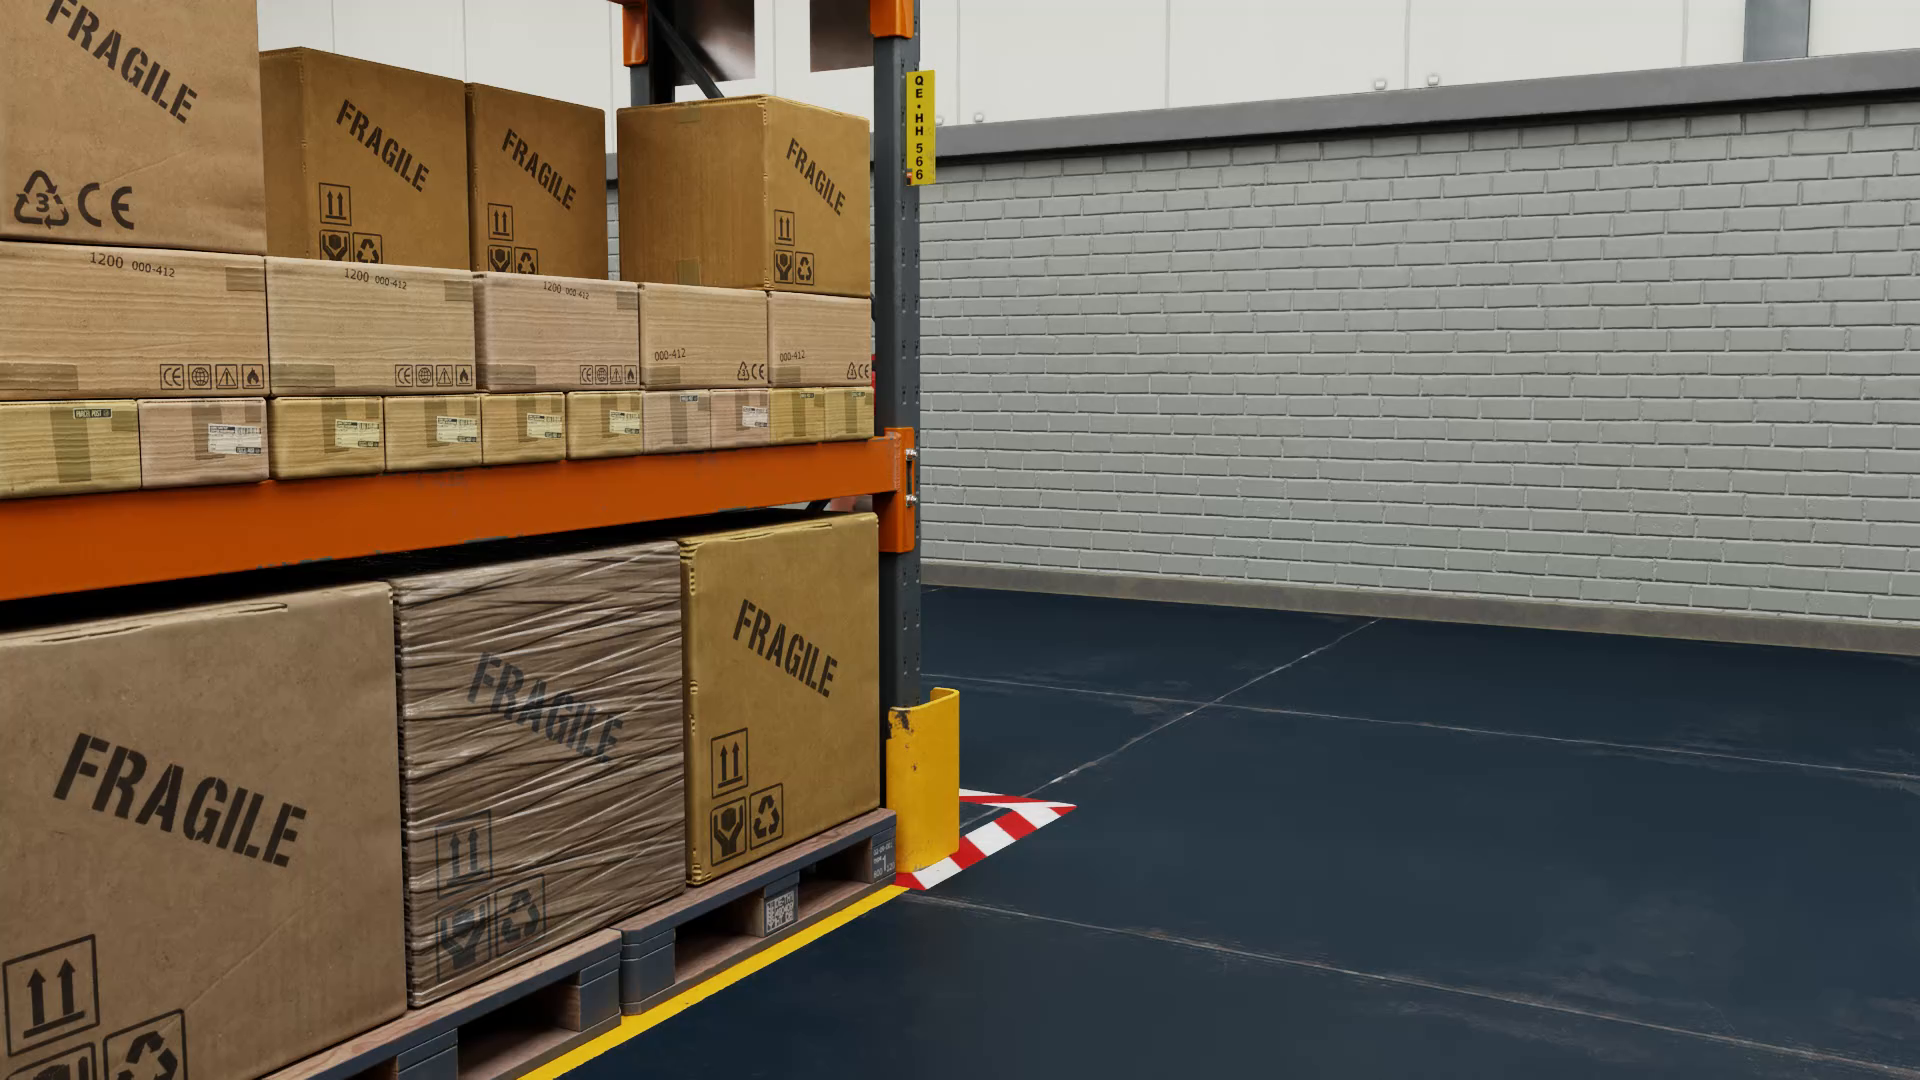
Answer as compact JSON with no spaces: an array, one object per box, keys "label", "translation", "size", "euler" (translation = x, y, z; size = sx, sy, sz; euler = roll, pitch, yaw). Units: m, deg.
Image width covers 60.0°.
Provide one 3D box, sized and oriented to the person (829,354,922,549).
[{"label":"person","translation":[-0.364,-0.014,6.330],"size":[0.393,1.726,0.589],"euler":[2,6,21]}]
